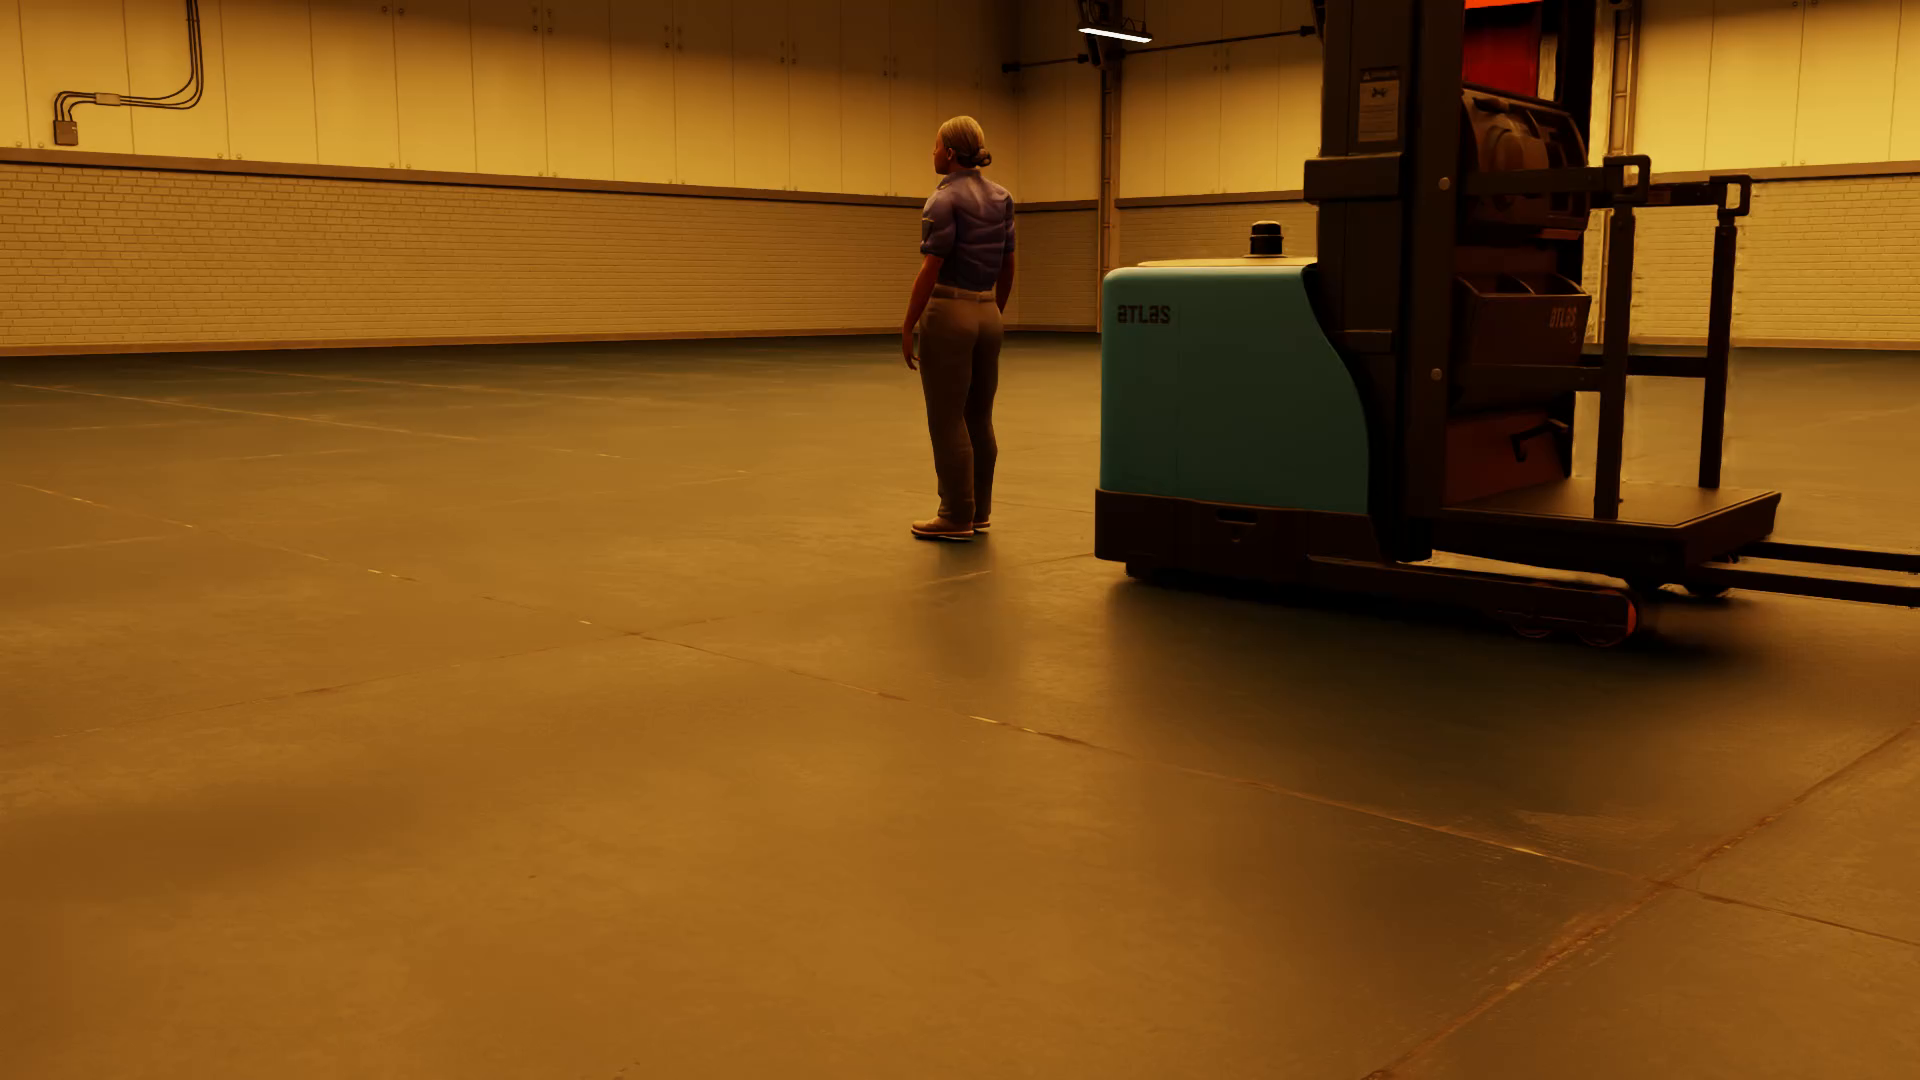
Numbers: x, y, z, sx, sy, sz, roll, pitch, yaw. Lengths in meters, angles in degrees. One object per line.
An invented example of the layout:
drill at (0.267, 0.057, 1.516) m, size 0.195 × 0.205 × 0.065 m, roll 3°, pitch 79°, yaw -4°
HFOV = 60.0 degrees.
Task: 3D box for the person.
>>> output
person at (-0.049, -0.837, 6.668) m, size 0.503 × 1.656 × 0.569 m, roll 8°, pitch 12°, yaw 43°

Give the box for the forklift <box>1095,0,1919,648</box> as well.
forklift at (1.931, -1.234, 5.067) m, size 3.031 × 2.935 × 1.130 m, roll 7°, pitch 11°, yaw 39°
